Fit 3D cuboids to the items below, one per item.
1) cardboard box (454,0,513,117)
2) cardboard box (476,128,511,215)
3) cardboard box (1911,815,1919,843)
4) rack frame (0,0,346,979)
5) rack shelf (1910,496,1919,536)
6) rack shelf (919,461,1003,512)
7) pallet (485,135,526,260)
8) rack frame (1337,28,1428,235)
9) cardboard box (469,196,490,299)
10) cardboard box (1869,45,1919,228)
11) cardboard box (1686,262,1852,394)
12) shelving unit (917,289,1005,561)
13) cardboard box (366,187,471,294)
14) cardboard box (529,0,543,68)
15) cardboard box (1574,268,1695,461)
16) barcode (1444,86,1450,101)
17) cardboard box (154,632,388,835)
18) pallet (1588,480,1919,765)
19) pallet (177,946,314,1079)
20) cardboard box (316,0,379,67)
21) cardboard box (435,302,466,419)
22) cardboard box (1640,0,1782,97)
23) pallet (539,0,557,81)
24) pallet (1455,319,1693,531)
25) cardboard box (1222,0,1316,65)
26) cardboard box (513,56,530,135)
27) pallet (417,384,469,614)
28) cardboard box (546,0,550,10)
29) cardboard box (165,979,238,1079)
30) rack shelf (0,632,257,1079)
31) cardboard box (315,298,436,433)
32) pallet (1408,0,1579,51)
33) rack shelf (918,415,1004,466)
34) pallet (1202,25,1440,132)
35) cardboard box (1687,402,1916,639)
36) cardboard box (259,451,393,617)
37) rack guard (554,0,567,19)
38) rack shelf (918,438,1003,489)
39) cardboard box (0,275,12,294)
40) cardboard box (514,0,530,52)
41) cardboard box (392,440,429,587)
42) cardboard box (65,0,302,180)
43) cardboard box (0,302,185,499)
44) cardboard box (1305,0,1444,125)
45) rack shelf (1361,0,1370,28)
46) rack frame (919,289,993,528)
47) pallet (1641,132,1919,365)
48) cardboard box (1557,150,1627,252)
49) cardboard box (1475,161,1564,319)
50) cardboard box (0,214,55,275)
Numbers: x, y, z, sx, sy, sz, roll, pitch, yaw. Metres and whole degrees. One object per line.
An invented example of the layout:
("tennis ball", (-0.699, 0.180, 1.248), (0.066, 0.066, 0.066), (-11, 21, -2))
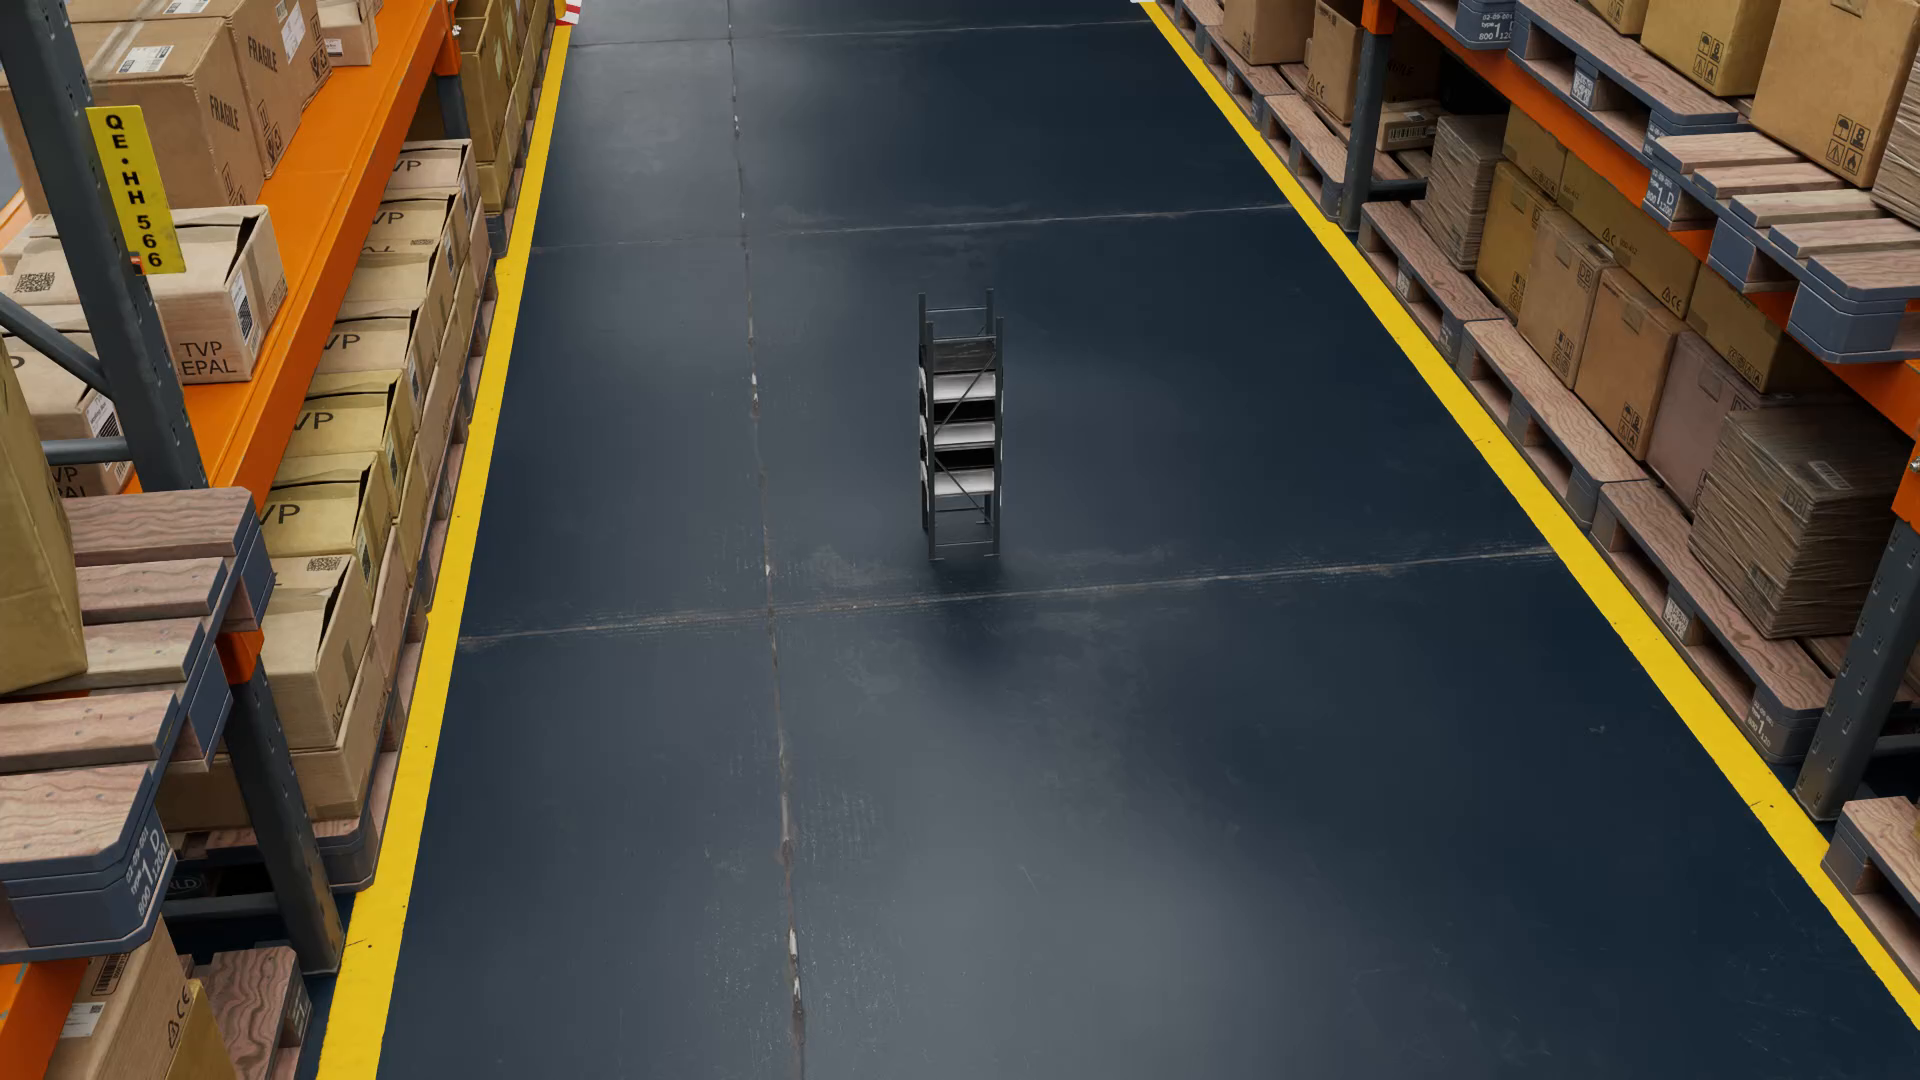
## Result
("cardboard box", (-2.423, -2.289, 7.848), (0.500, 0.500, 0.500), (-4, 35, -6))
("cardboard box", (-2.357, -1.700, 7.649), (0.500, 0.250, 0.500), (-4, 35, -6))
("cardboard box", (2.820, 0.609, 3.728), (0.750, 0.750, 0.750), (-5, 35, -7))
("rack frame", (-2.057, -0.149, 3.304), (1.000, 3.000, 0.127), (-4, 35, -6))
("rack shelf", (3.120, 0.888, 2.423), (1.077, 0.370, 4.000), (-4, 35, -6))
("rack shelf", (0.001, -0.191, 5.610), (0.258, 0.077, 0.200), (-4, 35, -6))
("pallet", (-2.661, -1.675, 8.021), (1.003, 0.211, 1.213), (-4, 35, -6))
("rack frame", (2.313, -2.758, 7.133), (1.000, 3.000, 0.127), (-4, 35, -6))
("cardboard box", (-2.252, -1.209, 6.928), (0.500, 0.250, 0.500), (-5, 35, -7))
("cardboard box", (2.778, -1.010, 4.090), (0.700, 0.500, 0.500), (-8, 35, -12))
("cardboard box", (2.688, -0.705, 5.284), (0.500, 0.250, 0.500), (-4, 34, -5))
("shelving unit", (0.001, -0.367, 5.490), (0.258, 0.900, 0.210), (-4, 35, -6))
("cardboard box", (-2.181, -1.156, 6.353), (0.500, 0.311, 0.500), (-3, 34, -5))
("cardboard box", (-2.620, -2.816, 9.288), (0.500, 0.250, 0.500), (-4, 35, -6))
("cardboard box", (2.653, -0.644, 5.860), (0.700, 0.500, 0.500), (-5, 35, -7))
("barcode", (2.496, -2.288, 8.522), (0.001, 0.075, 0.075), (-4, 35, -6))
("cardboard box", (-1.837, 0.500, 4.422), (0.500, 0.250, 0.500), (-4, 35, -7))
("pallet", (2.747, 0.190, 5.283), (1.003, 0.211, 1.213), (-4, 35, -6))
("pallet", (-1.994, 1.423, 3.474), (1.003, 0.211, 1.213), (-4, 35, -6))
("cardboard box", (-2.295, -1.848, 5.918), (0.396, 0.266, 0.258), (-5, 35, -8))
("cardboard box", (-2.117, -0.641, 6.095), (0.500, 0.250, 0.500), (-4, 34, -5))
("cardboard box", (2.588, -1.704, 5.107), (0.700, 0.500, 0.500), (-4, 35, -6))
("pallet", (-2.989, -3.037, 10.019), (1.003, 0.211, 1.213), (-4, 35, -6))
("pallet", (2.586, -0.489, 6.280), (1.003, 0.211, 1.213), (-4, 35, -6))
("cardboard box", (1.904, -3.015, 9.339), (0.700, 0.500, 0.500), (-6, 35, -9))
("cardboard box", (-2.482, -2.259, 8.469), (0.500, 0.250, 0.500), (-4, 35, -6))
("pallet", (-2.290, -0.138, 5.765), (1.003, 0.211, 1.213), (-4, 35, -6))
("cardboard box", (-2.768, -3.373, 10.105), (0.500, 0.250, 0.500), (-4, 35, -6))
("cardboard box", (-1.699, 1.207, 3.145), (0.500, 0.500, 0.500), (-3, 34, -5))
("rack shelf", (-1.788, 1.265, 1.869), (1.077, 0.370, 4.000), (-4, 35, -6))
("cardboard box", (-2.052, -0.596, 5.532), (0.500, 0.311, 0.500), (-5, 35, -7))
("pallet", (2.271, -2.241, 6.545), (1.003, 0.211, 1.213), (-4, 35, -6))
("rack shelf", (0.001, -0.340, 5.509), (0.258, 0.077, 0.200), (-4, 35, -6))
("pallet", (2.020, -2.660, 9.466), (1.003, 0.211, 1.213), (-4, 35, -6))
("cardboard box", (2.702, -0.072, 5.022), (0.700, 0.500, 0.500), (-4, 34, -6))
("cardboard box", (-1.916, -0.025, 4.693), (0.500, 0.311, 0.500), (-5, 35, -8))
("rack guard", (-3.137, -3.593, 10.579), (1.175, 0.500, 0.348), (-4, 35, -6))
("rack shelf", (0.001, -0.265, 5.559), (0.258, 0.077, 0.200), (-4, 35, -6))
("cardboard box", (-2.452, -0.526, 4.081), (0.380, 0.149, 0.250), (-4, 35, -6))
("cardboard box", (-2.551, -2.847, 8.667), (0.500, 0.500, 0.500), (-4, 35, -6))
("cardboard box", (-1.981, -0.070, 5.258), (0.500, 0.250, 0.500), (-5, 35, -8))
("cardboard box", (-2.370, -1.419, 5.079), (0.500, 0.500, 0.500), (-4, 35, -6))
("cardboard box", (-2.063, -0.318, 3.632), (0.500, 0.311, 0.500), (-2, 34, -3))
("cardboard box", (2.134, -2.483, 8.559), (0.500, 0.500, 0.500), (-7, 35, -10))
("rack shelf", (2.044, -3.577, 8.974), (1.077, 0.370, 4.000), (-4, 35, -6))
("rack frame", (-0.013, -0.424, 5.573), (0.240, 0.900, 0.006), (-4, 35, -6))
("pallet", (2.649, -0.836, 4.484), (1.213, 0.211, 1.003), (-4, 35, -6))
("cardboard box", (2.565, -1.272, 6.115), (0.500, 0.250, 0.500), (-5, 35, -8))
("cardboard box", (2.548, -1.213, 6.695), (0.700, 0.500, 0.500), (-5, 35, -7))
("cardboard box", (-2.285, -0.752, 4.413), (0.380, 0.149, 0.250), (-2, 34, -3))
